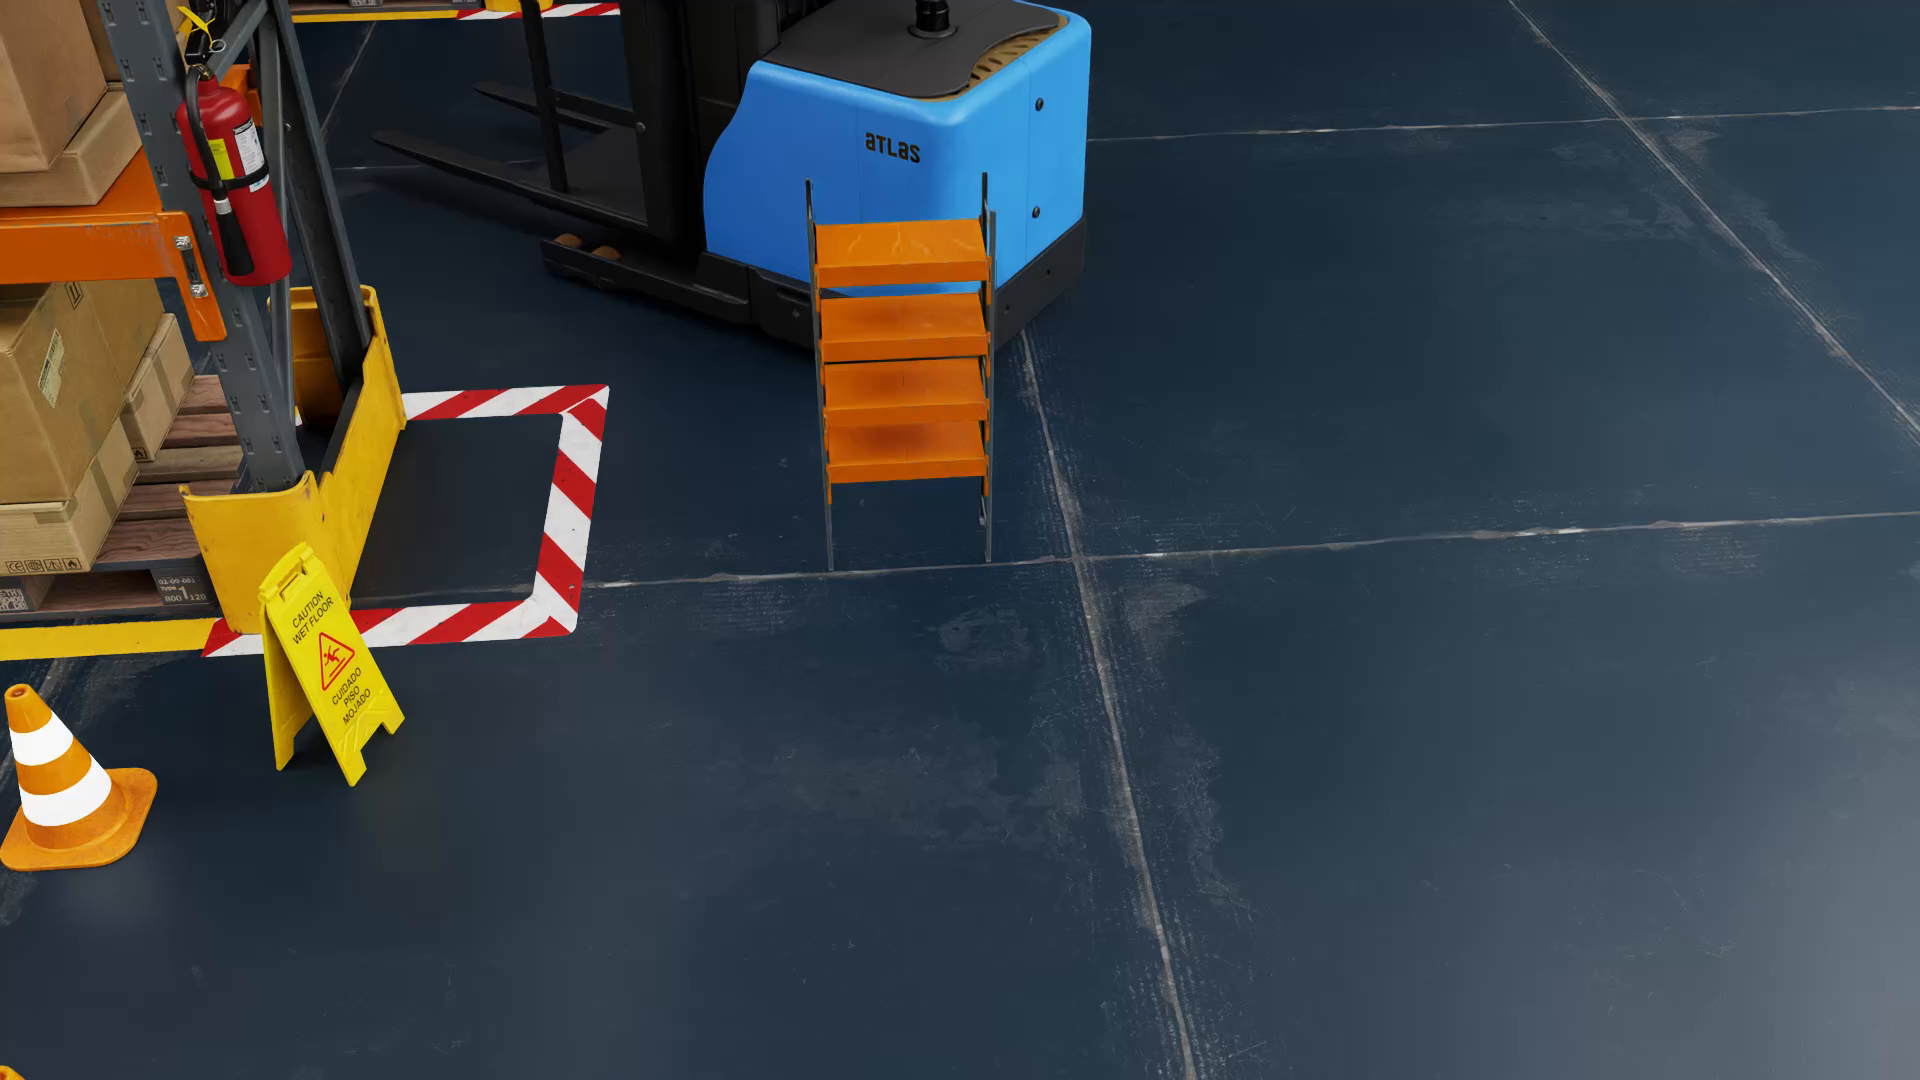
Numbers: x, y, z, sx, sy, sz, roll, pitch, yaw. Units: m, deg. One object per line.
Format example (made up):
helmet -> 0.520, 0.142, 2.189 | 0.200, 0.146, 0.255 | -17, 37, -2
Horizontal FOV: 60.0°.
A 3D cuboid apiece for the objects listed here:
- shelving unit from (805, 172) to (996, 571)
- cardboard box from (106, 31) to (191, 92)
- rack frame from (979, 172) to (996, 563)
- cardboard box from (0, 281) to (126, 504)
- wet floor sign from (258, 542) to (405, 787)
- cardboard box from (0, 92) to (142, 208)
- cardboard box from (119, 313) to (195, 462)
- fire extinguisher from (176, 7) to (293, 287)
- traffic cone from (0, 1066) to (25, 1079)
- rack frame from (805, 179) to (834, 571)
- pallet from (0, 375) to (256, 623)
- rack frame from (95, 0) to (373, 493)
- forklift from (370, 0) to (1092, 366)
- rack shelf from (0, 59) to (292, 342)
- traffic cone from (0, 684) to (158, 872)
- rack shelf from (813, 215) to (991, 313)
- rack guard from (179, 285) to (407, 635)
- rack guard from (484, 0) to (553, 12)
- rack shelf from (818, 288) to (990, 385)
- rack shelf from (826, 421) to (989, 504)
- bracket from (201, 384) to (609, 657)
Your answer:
shelving unit -> -0.165, -0.462, 4.867 | 0.503, 1.200, 0.258 | -3, 38, -4
cardboard box -> -2.329, -1.279, 4.652 | 0.250, 0.149, 0.380 | -3, 38, -4
rack frame -> 0.078, -0.475, 4.884 | 0.015, 1.200, 0.240 | -3, 38, -4
cardboard box -> -2.747, -0.444, 4.666 | 0.500, 0.500, 0.500 | -3, 38, -4
wet floor sign -> -1.688, 0.305, 4.342 | 0.232, 0.644, 0.267 | 9, 39, 12
cardboard box -> -2.326, -1.018, 4.321 | 0.250, 0.149, 0.380 | -2, 38, -2
cardboard box -> -2.800, -0.481, 5.318 | 0.500, 0.250, 0.500 | -3, 38, -4
fire extinguisher -> -1.818, -0.960, 4.108 | 0.183, 0.674, 0.296 | -3, 38, -4
traffic cone -> -1.849, 1.213, 3.339 | 0.334, 0.463, 0.336 | -3, 38, -4
rack frame -> -0.408, -0.449, 4.850 | 0.015, 1.200, 0.240 | -3, 38, -4
pallet -> -2.860, -0.147, 5.266 | 1.213, 0.211, 1.003 | -3, 38, -4
rack frame -> -1.972, -1.269, 4.436 | 0.127, 3.000, 1.000 | -3, 38, -4
forklift -> -1.046, -2.381, 5.901 | 3.031, 2.935, 1.130 | 21, 43, 24
rack shelf -> -3.964, -0.877, 4.520 | 4.000, 0.370, 1.077 | -3, 38, -4
traffic cone -> -2.286, 0.547, 4.184 | 0.334, 0.463, 0.336 | -3, 38, -4
rack shelf -> -0.165, -0.770, 4.623 | 0.480, 0.148, 0.258 | -3, 38, -4
rack guard -> -2.048, -0.283, 5.205 | 0.348, 0.500, 1.175 | -3, 38, -4
rack guard -> -2.392, -3.351, 9.094 | 0.348, 0.500, 1.175 | -3, 38, -4
rack shelf -> -0.165, -0.585, 4.770 | 0.480, 0.148, 0.258 | -3, 38, -4
rack shelf -> -0.165, -0.253, 5.032 | 0.480, 0.148, 0.258 | -3, 38, -4
bracket -> -1.724, -0.110, 5.390 | 1.079, 0.001, 1.378 | -3, 38, -4
